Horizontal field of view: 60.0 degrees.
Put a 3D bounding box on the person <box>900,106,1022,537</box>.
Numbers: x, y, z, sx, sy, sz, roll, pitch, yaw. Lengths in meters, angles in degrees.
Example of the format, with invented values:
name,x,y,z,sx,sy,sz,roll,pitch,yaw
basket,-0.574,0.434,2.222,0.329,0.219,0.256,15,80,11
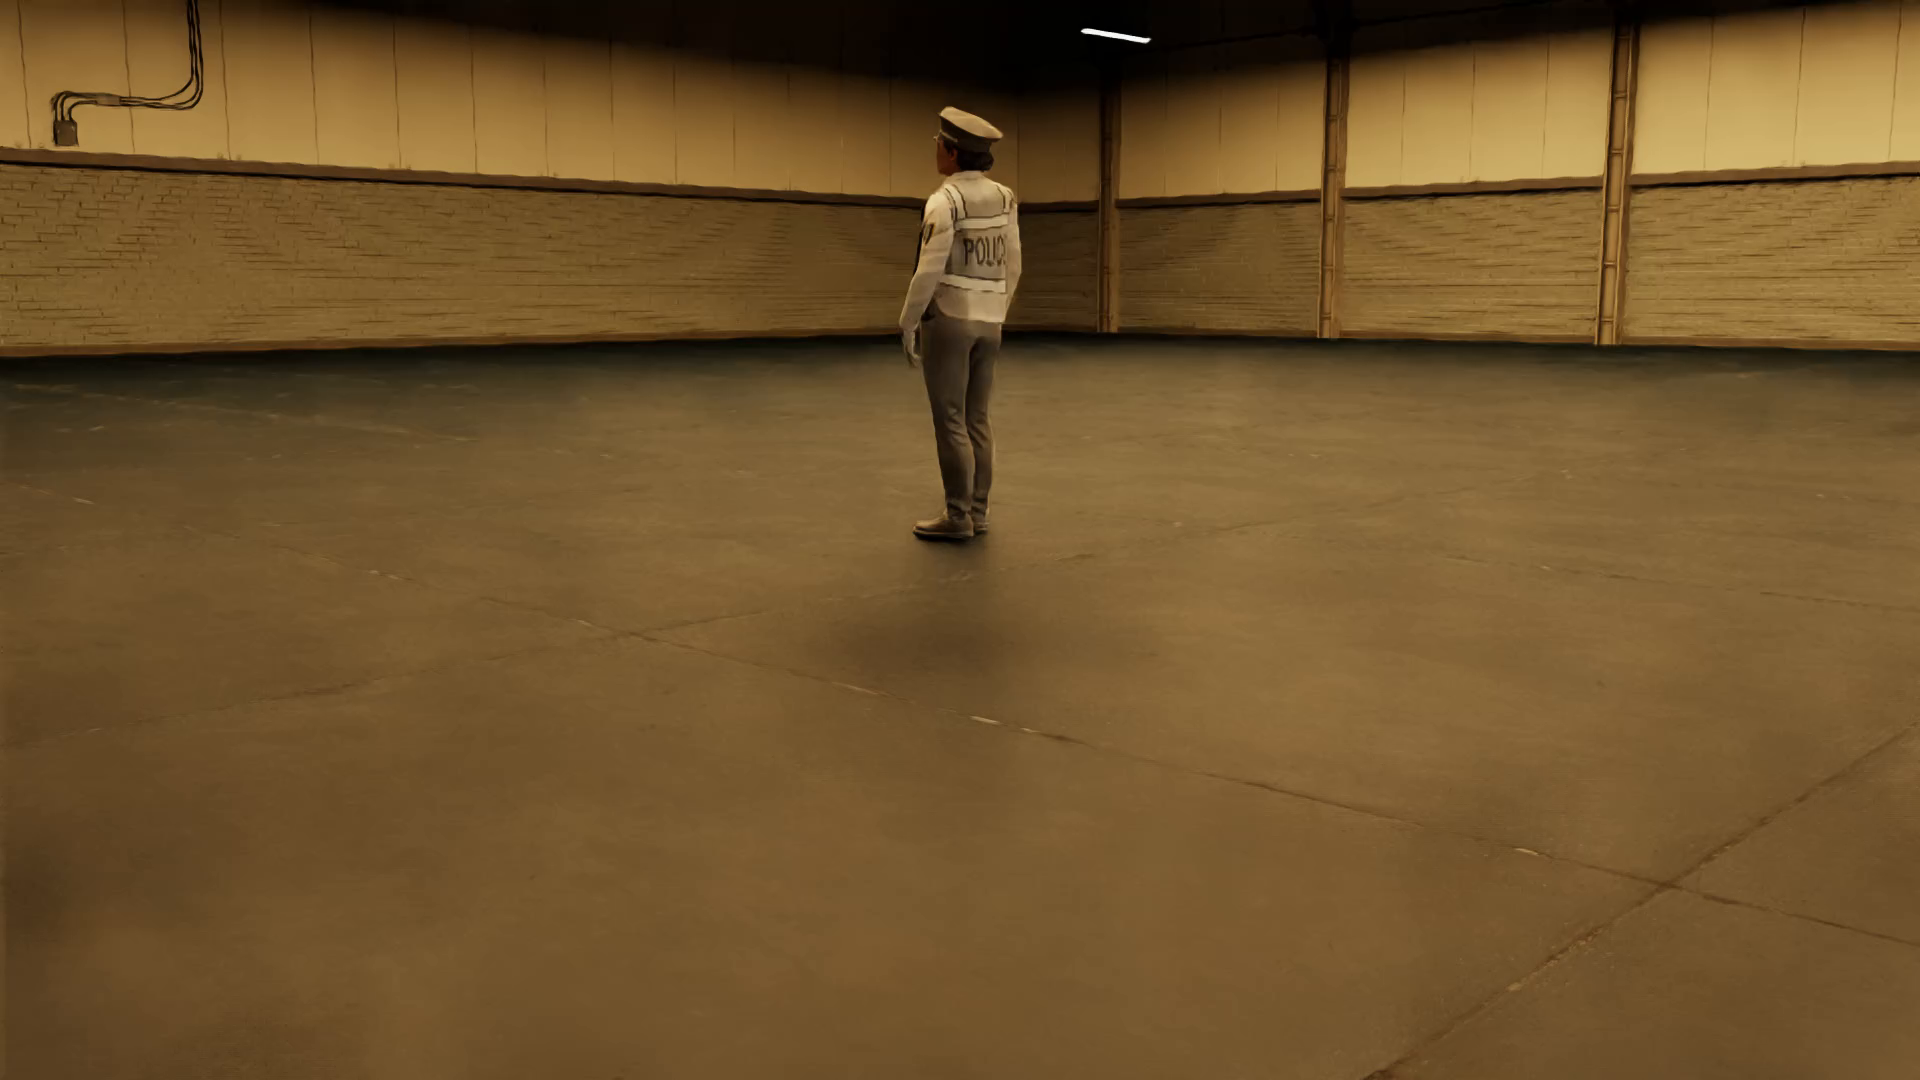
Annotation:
name,x,y,z,sx,sy,sz,roll,pitch,yaw
person,-0.044,-0.853,6.642,0.533,1.695,0.586,8,12,43
